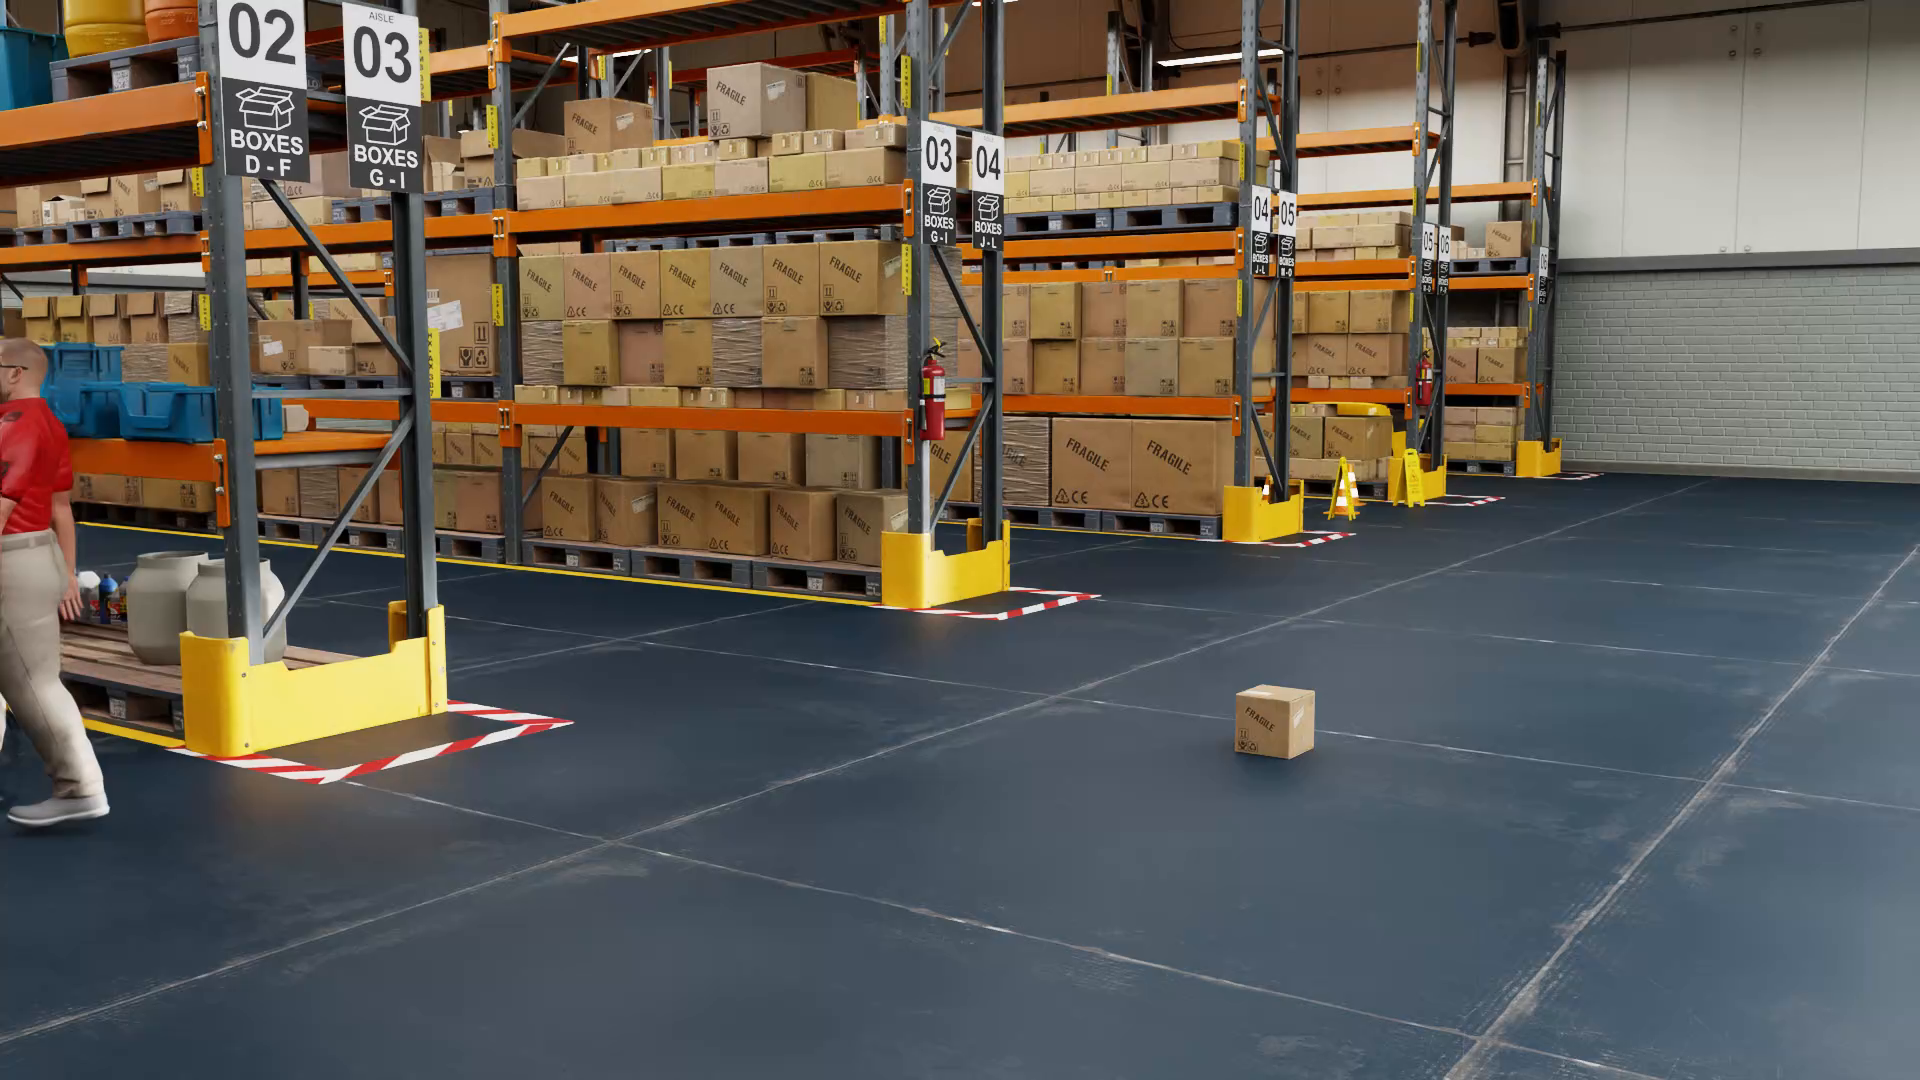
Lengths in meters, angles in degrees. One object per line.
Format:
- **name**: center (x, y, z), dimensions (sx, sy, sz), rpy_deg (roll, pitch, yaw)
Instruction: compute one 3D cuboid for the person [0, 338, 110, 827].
- **person**: center (-3.378, 0.194, 5.812), dimensions (0.681, 1.792, 0.579), rpy_deg (-2, 7, -17)
